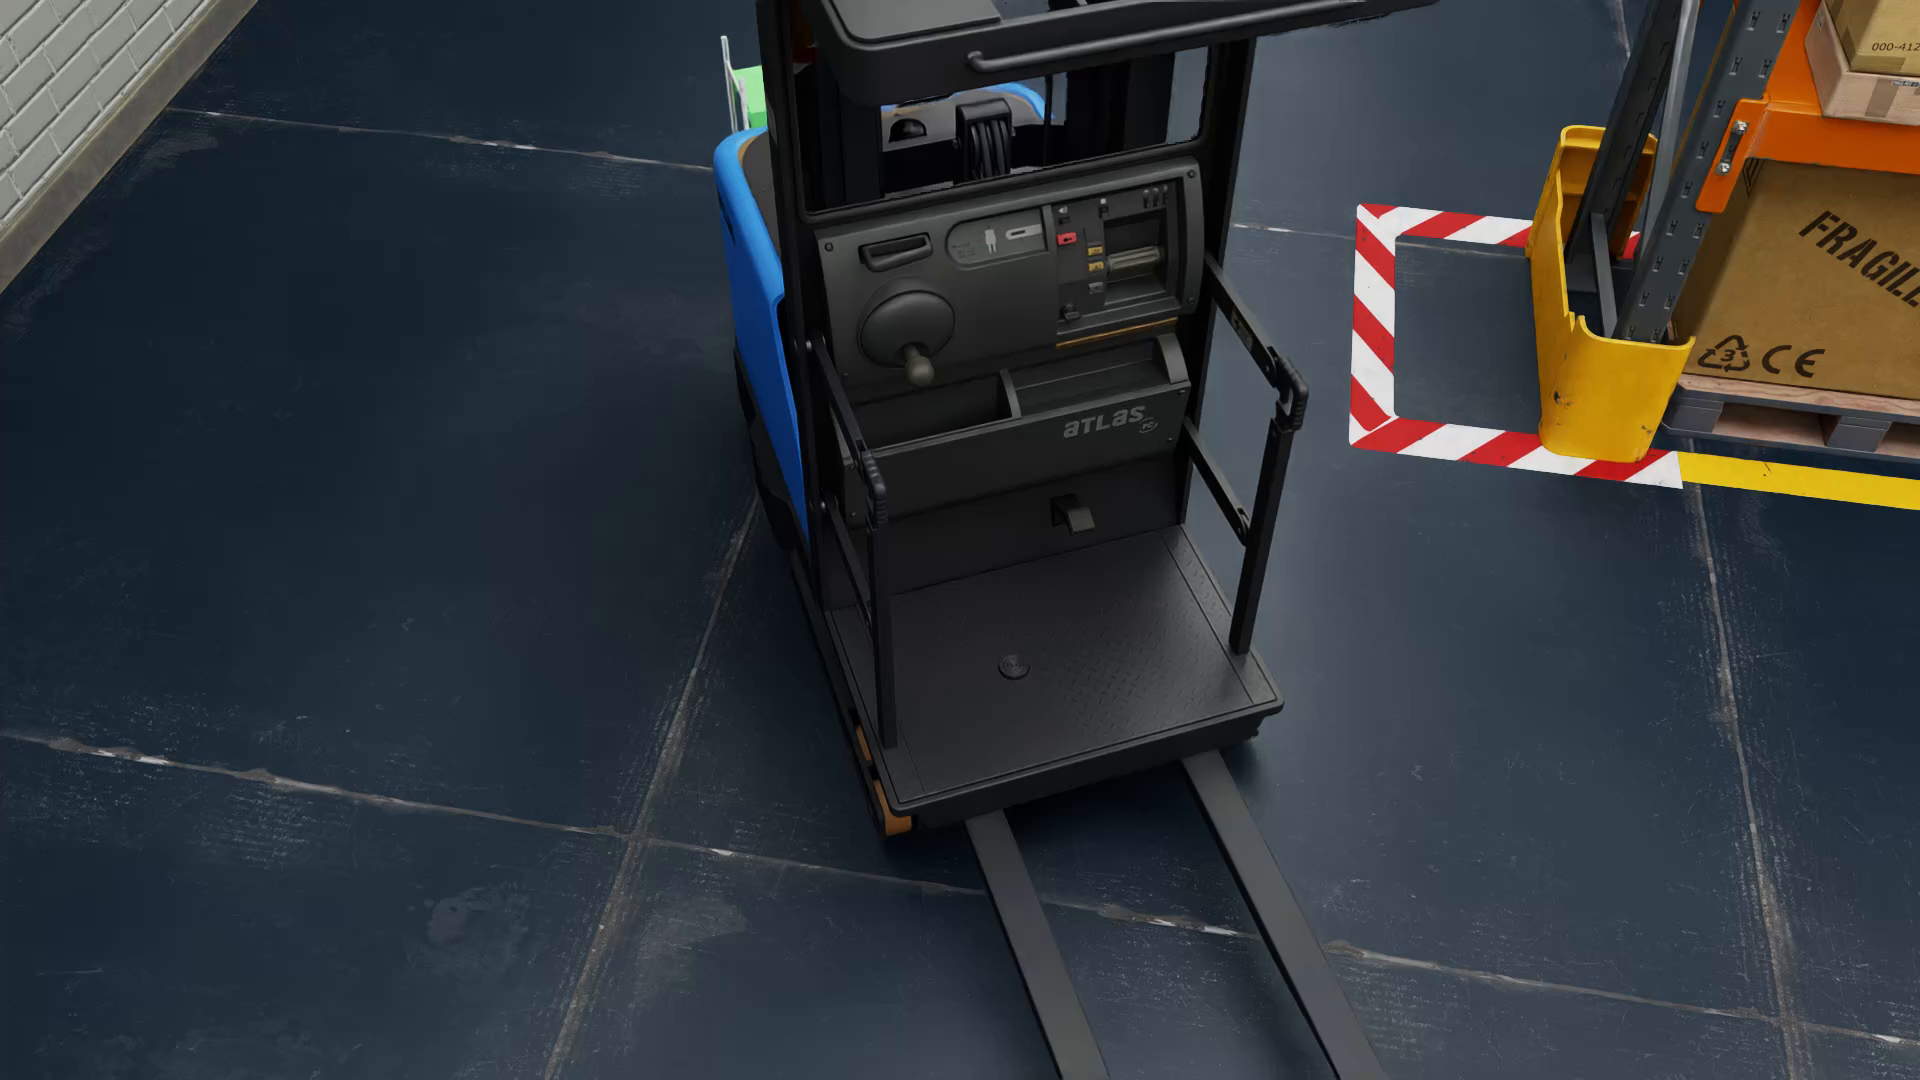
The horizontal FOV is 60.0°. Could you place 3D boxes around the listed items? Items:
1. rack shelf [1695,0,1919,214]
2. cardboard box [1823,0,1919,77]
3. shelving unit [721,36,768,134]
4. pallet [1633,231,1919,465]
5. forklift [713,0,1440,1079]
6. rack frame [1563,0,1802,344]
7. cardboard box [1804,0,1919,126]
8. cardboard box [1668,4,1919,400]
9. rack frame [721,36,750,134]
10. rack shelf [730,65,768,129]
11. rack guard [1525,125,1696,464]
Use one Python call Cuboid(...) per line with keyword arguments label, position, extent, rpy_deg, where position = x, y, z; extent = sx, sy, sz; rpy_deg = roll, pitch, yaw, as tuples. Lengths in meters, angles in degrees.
Cuboid(label="rack shelf", position=(4.189, -1.189, 4.786), extent=(4.000, 0.370, 1.077), rpy_deg=(8, 49, 7))
Cuboid(label="cardboard box", position=(2.645, -1.482, 4.466), extent=(0.500, 0.250, 0.500), rpy_deg=(7, 48, 6))
Cuboid(label="shelving unit", position=(-0.442, -1.085, 5.419), extent=(0.503, 1.200, 0.258), rpy_deg=(-14, 50, -12))
Cuboid(label="pallet", position=(3.021, -0.714, 5.749), extent=(1.213, 0.211, 1.003), rpy_deg=(8, 49, 7))
Cuboid(label="forklift", position=(0.201, -0.522, 3.749), extent=(1.130, 2.935, 3.031), rpy_deg=(-14, 49, -12))
Cuboid(label="rack frame", position=(2.221, -1.694, 4.756), extent=(0.127, 3.000, 1.000), rpy_deg=(8, 49, 7))
Cuboid(label="cardboard box", position=(2.511, -1.322, 4.590), extent=(0.250, 0.149, 0.380), rpy_deg=(8, 49, 7))
Cuboid(label="cardboard box", position=(2.865, -1.098, 5.366), extent=(0.875, 0.875, 0.875), rpy_deg=(8, 49, 7))
Cuboid(label="rack frame", position=(-0.673, -1.027, 5.367), extent=(0.015, 1.200, 0.240), rpy_deg=(-14, 50, -12))
Cuboid(label="rack shelf", position=(-0.442, -1.364, 5.109), extent=(0.480, 0.148, 0.258), rpy_deg=(-14, 50, -12))
Cuboid(label="rack guard", position=(2.197, -0.862, 5.688), extent=(0.348, 0.500, 1.175), rpy_deg=(8, 49, 7))
